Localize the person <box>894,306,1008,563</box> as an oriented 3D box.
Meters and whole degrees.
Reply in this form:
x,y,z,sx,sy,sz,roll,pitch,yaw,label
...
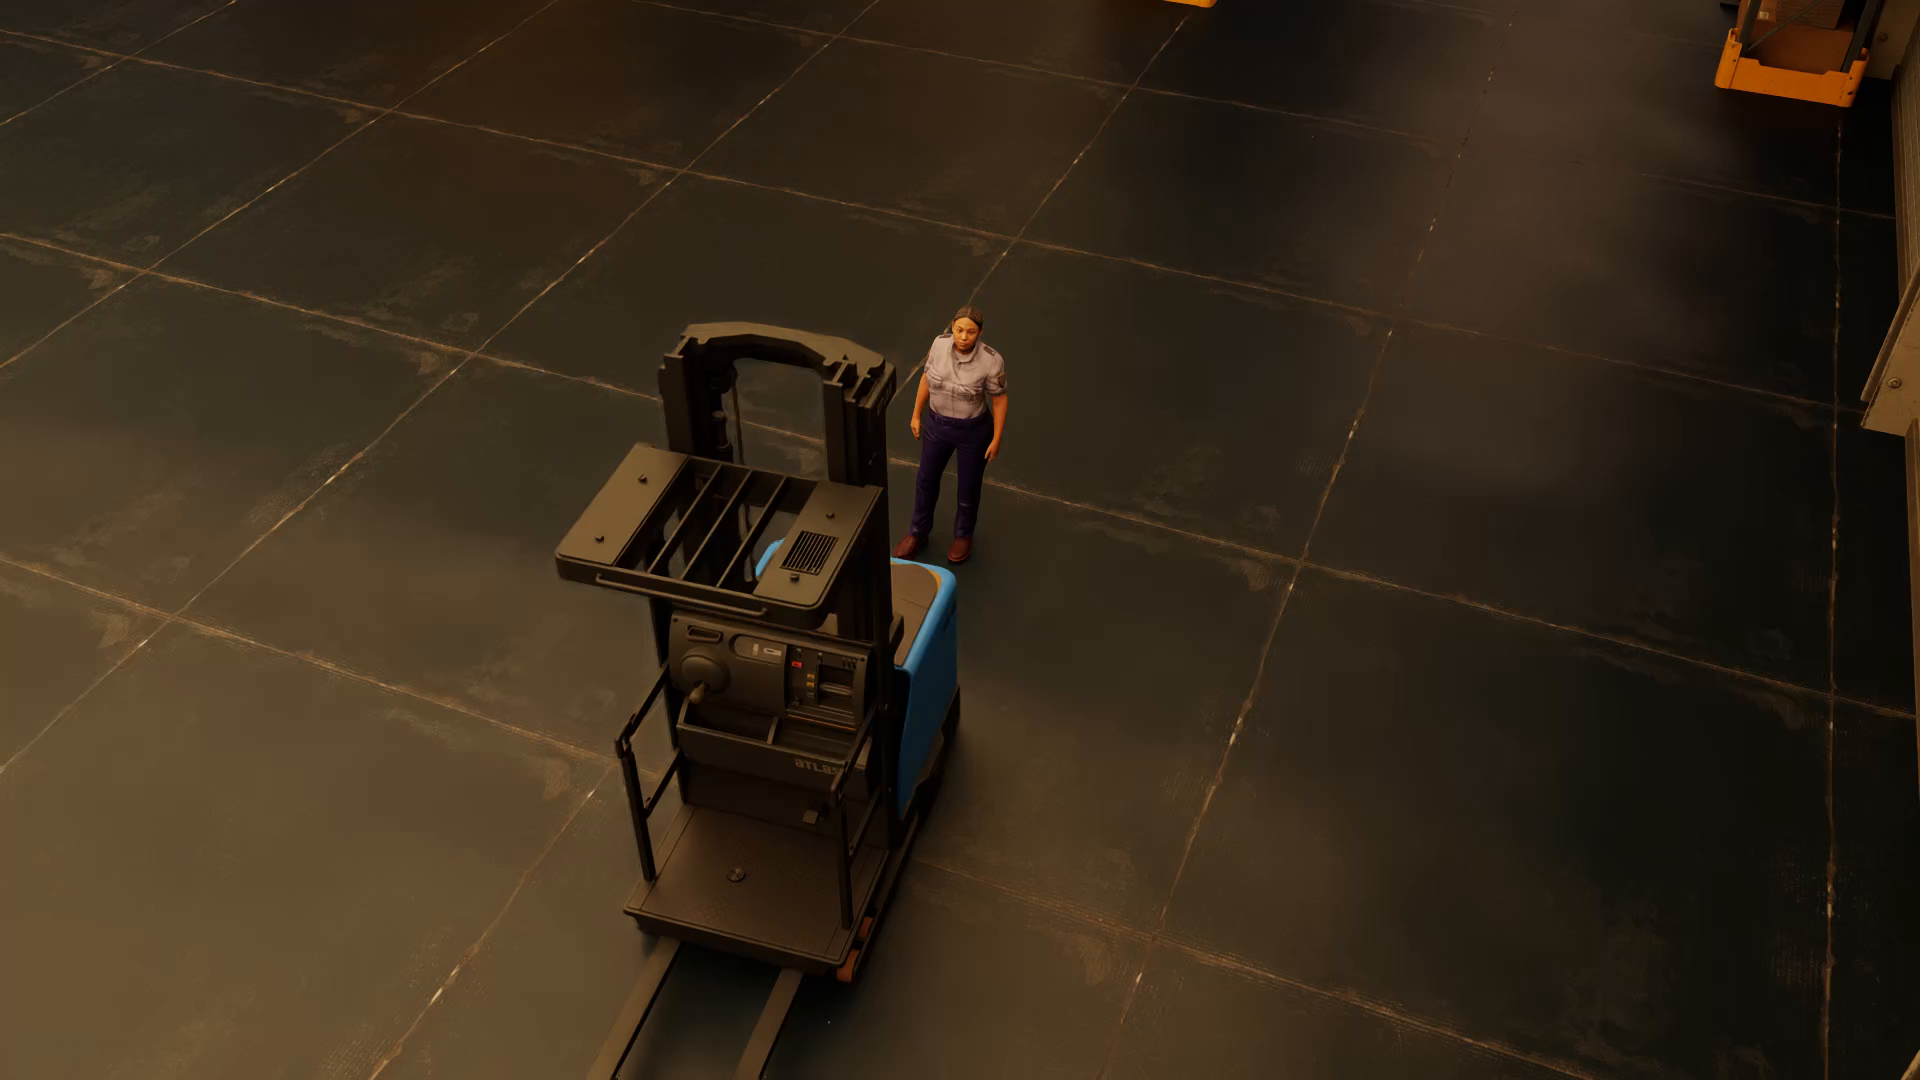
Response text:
x,y,z,sx,sy,sz,roll,pitch,yaw,label
-0.055,-0.590,9.699,0.599,1.650,0.503,15,42,17,person

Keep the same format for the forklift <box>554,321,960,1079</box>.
x,y,z,sx,sy,sz,roll,pitch,yaw,label
-0.912,0.665,7.212,1.130,2.935,3.031,11,41,13,forklift
